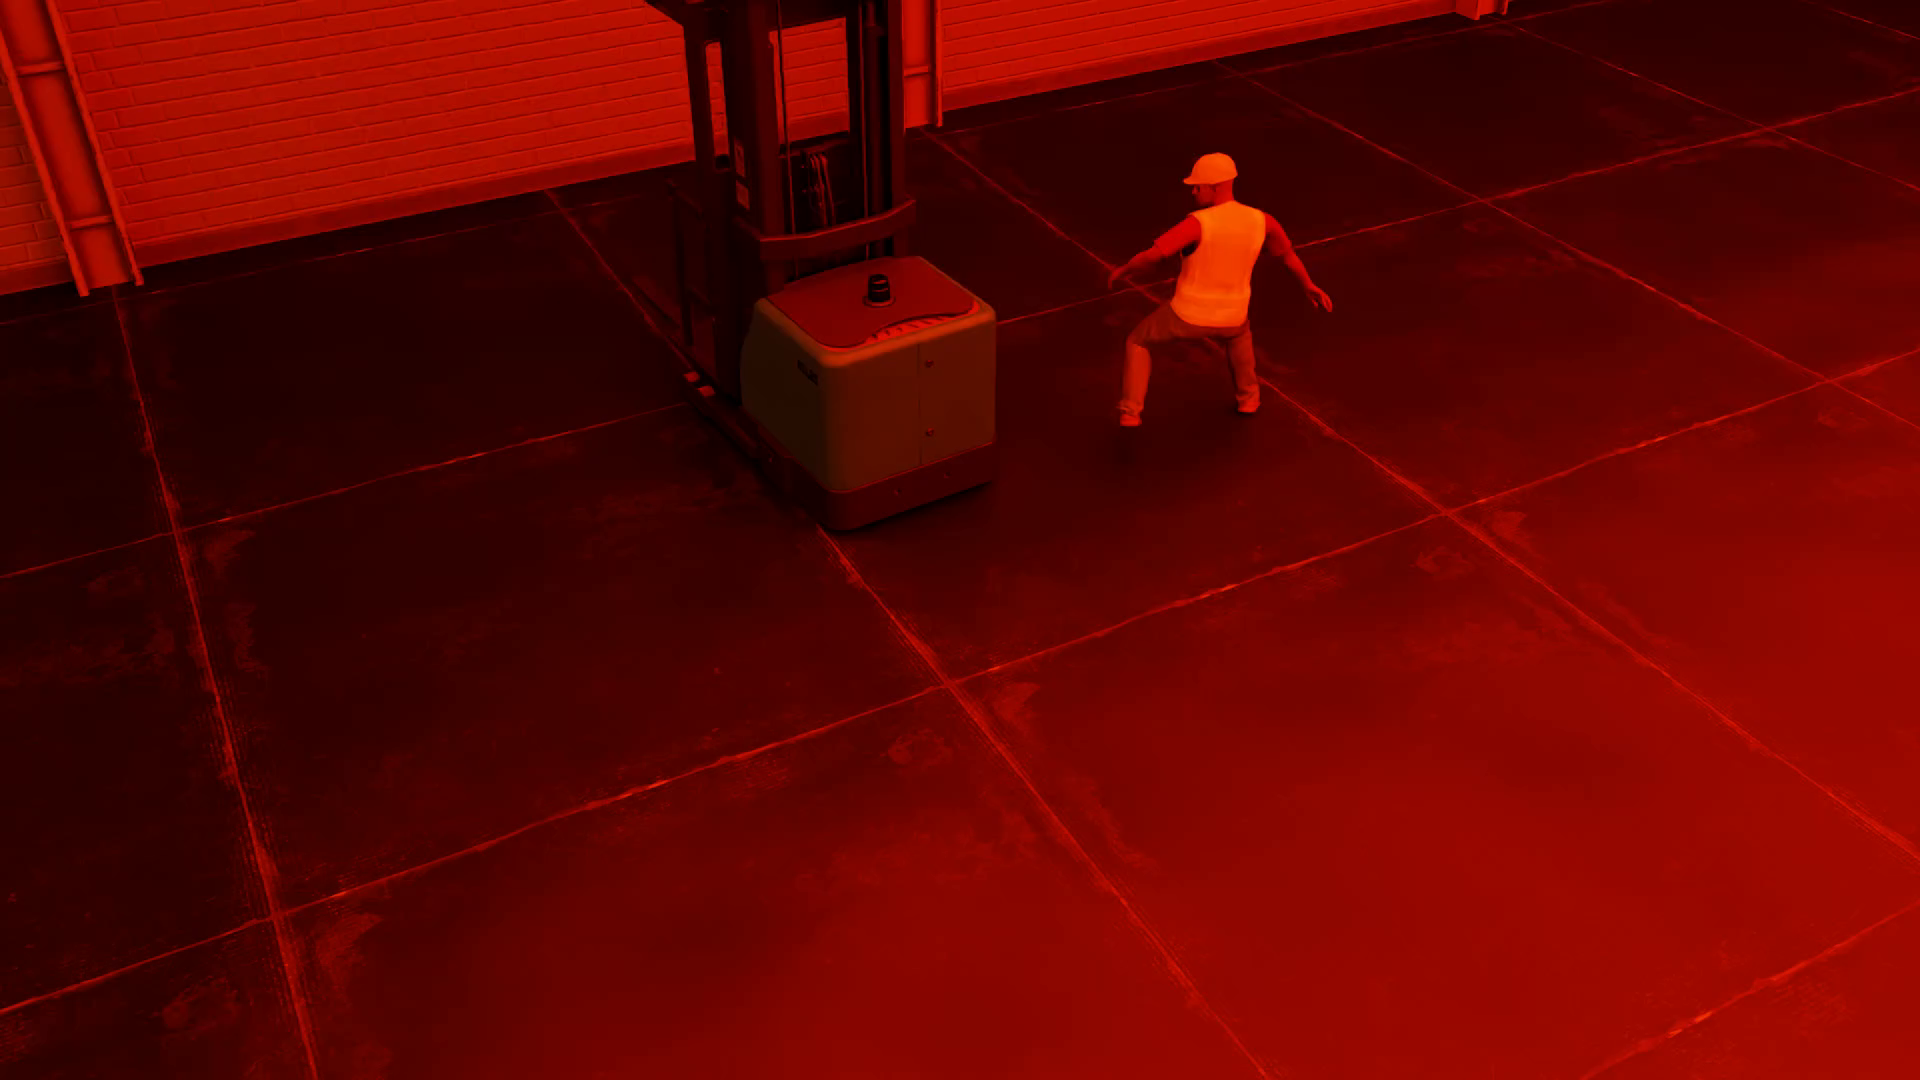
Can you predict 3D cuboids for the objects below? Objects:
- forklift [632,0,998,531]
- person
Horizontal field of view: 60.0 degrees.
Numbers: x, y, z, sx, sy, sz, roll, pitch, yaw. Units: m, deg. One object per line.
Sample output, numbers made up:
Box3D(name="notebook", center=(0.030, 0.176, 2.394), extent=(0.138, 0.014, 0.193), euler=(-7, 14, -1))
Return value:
Box3D(name="forklift", center=(-1.011, -2.061, 9.039), extent=(1.130, 2.935, 3.031), euler=(-20, 40, -26))
Box3D(name="person", center=(1.428, -1.319, 9.201), extent=(1.227, 1.665, 0.533), euler=(-8, 36, -11))
